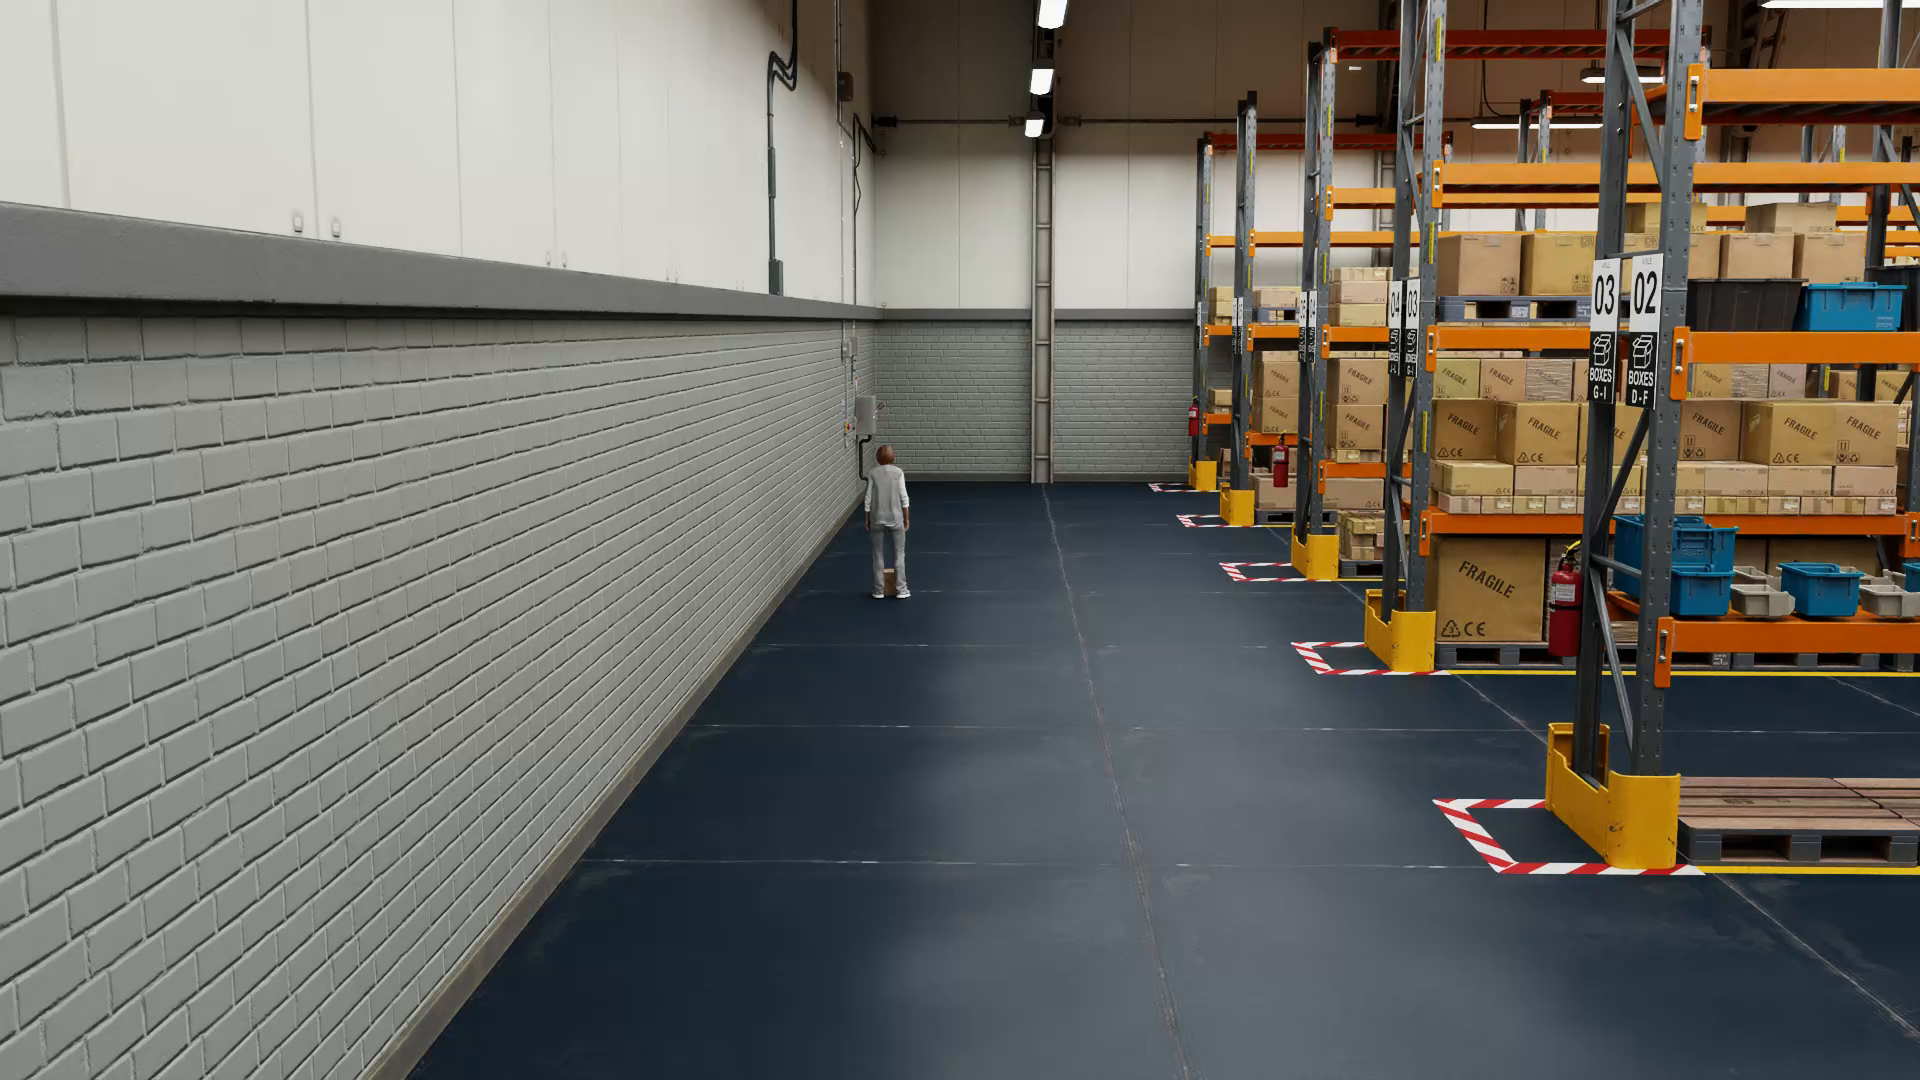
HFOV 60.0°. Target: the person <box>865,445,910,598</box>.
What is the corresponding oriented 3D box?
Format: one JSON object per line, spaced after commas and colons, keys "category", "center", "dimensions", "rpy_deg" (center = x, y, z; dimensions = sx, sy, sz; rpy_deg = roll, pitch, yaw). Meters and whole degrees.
{"category": "person", "center": [-0.756, -0.187, 17.260], "dimensions": [0.463, 1.593, 0.345], "rpy_deg": [0, 7, 1]}
